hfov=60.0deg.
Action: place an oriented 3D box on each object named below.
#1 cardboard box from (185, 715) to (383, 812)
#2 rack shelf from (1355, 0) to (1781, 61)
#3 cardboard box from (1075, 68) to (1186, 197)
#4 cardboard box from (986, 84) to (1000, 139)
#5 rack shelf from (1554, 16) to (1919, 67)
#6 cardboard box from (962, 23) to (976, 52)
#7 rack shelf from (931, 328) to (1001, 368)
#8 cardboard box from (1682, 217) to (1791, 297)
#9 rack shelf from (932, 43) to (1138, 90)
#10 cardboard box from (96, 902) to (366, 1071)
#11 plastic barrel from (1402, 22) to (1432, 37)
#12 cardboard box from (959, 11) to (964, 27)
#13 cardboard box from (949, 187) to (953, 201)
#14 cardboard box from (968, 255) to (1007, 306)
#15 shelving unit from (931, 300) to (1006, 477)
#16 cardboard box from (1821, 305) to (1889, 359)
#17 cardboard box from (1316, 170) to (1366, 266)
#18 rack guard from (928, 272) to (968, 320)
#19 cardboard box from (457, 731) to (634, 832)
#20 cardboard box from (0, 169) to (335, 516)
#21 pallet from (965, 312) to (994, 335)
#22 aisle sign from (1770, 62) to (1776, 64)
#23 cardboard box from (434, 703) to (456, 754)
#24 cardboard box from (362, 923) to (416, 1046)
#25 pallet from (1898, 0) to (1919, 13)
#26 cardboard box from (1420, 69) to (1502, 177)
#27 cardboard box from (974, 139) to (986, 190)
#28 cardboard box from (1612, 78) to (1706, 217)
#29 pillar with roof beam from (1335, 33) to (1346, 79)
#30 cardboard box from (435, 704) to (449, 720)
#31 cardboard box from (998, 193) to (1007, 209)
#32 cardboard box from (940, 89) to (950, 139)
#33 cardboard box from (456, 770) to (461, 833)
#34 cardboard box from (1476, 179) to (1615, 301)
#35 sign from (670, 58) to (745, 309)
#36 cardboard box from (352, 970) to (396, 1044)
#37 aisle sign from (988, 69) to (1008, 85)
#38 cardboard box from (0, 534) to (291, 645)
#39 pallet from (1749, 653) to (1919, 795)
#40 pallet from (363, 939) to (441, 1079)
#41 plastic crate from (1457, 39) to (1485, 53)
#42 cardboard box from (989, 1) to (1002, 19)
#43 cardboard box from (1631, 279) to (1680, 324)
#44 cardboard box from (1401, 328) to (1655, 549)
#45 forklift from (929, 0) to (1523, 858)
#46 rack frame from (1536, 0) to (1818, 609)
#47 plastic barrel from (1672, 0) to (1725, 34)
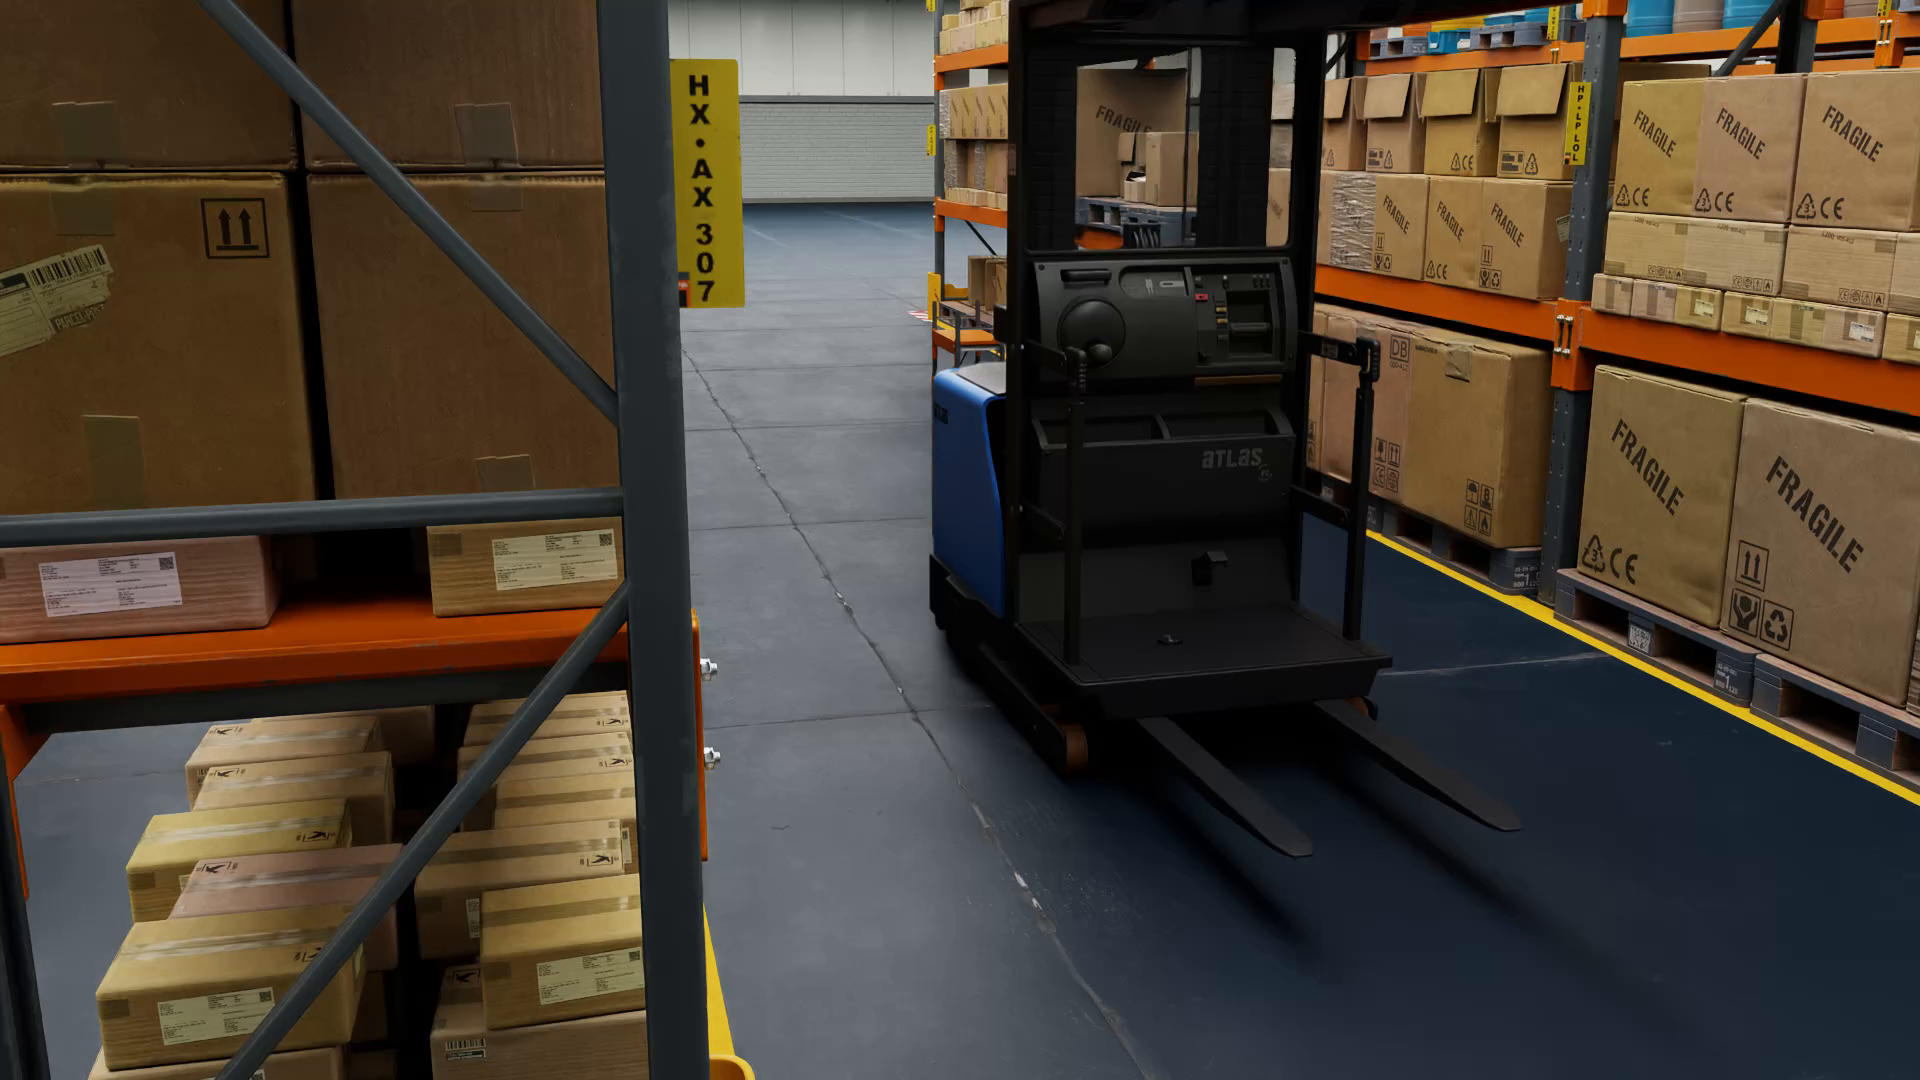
[{"bbox_3d":[-1.544,0.525,3.826,0.380,0.149,0.250,-3,14,-11],"label":"cardboard box"},{"bbox_3d":[2.566,-2.768,8.632,1.077,0.370,4.000,-3,14,-13],"label":"rack shelf"},{"bbox_3d":[1.208,-3.349,13.665,1.000,1.000,1.000,-3,14,-13],"label":"cardboard box"},{"bbox_3d":[0.549,-4.042,15.708,0.500,0.500,0.500,-3,14,-13],"label":"cardboard box"},{"bbox_3d":[6.441,-3.967,13.539,1.077,0.370,4.000,-3,14,-13],"label":"rack shelf"},{"bbox_3d":[0.319,-4.993,16.539,0.500,0.250,0.500,-3,14,-13],"label":"cardboard box"},{"bbox_3d":[0.039,-0.926,8.035,0.258,0.148,0.480,-3,14,-13],"label":"rack shelf"},{"bbox_3d":[3.004,-1.033,6.022,0.500,0.250,0.500,-3,14,-13],"label":"cardboard box"},{"bbox_3d":[0.687,-4.613,16.186,1.077,0.370,4.000,-3,14,-13],"label":"rack shelf"},{"bbox_3d":[-1.240,0.761,2.861,0.380,0.149,0.250,-3,14,-13],"label":"cardboard box"},{"bbox_3d":[5.270,-6.008,18.588,0.600,0.830,0.708,-3,14,-13],"label":"plastic barrel"},{"bbox_3d":[0.198,-5.285,16.896,0.380,0.149,0.250,-3,14,-11],"label":"cardboard box"},{"bbox_3d":[0.093,-3.707,17.811,0.380,0.149,0.250,-3,14,-13],"label":"cardboard box"},{"bbox_3d":[0.348,-2.812,17.998,0.500,0.500,0.500,-1,14,-3],"label":"cardboard box"},{"bbox_3d":[0.039,-0.545,8.128,0.258,1.200,0.503,-3,14,-13],"label":"shelving unit"},{"bbox_3d":[3.087,-0.691,5.465,0.380,0.149,0.250,-3,14,-13],"label":"cardboard box"},{"bbox_3d":[2.193,-1.806,9.289,0.500,0.500,0.500,-4,14,-14],"label":"cardboard box"},{"bbox_3d":[0.235,-2.735,18.570,1.175,0.500,0.348,-3,14,-13],"label":"rack guard"},{"bbox_3d":[-0.918,0.554,3.706,0.380,0.149,0.250,-4,14,-16],"label":"cardboard box"},{"bbox_3d":[-1.225,-0.305,2.519,0.500,0.500,0.500,-3,14,-12],"label":"cardboard box"},{"bbox_3d":[0.675,-2.125,16.679,1.003,0.211,1.213,-3,14,-13],"label":"pallet"},{"bbox_3d":[10.118,-5.813,20.422,0.394,0.787,0.004,-3,14,-13],"label":"aisle sign"},{"bbox_3d":[-1.659,0.569,4.901,0.380,0.149,0.250,-4,14,-16],"label":"cardboard box"},{"bbox_3d":[-1.333,0.929,3.427,0.380,0.149,0.250,-3,14,-13],"label":"cardboard box"},{"bbox_3d":[6.995,-3.581,10.843,1.003,0.211,1.213,-3,14,-13],"label":"pallet"},{"bbox_3d":[2.728,-2.041,8.135,0.797,0.503,0.637,-3,14,-13],"label":"cardboard box"},{"bbox_3d":[0.630,-3.805,16.845,0.875,0.500,0.500,-3,14,-13],"label":"cardboard box"},{"bbox_3d":[2.900,-1.510,6.397,0.500,0.500,0.500,-3,14,-13],"label":"cardboard box"},{"bbox_3d":[5.846,-12.893,42.240,9.100,9.000,0.400,-3,14,-13],"label":"pillar with roof beam"},{"bbox_3d":[-1.694,0.427,4.855,0.380,0.149,0.250,-3,14,-11],"label":"cardboard box"},{"bbox_3d":[0.575,-3.247,15.925,0.380,0.149,0.250,-3,14,-13],"label":"cardboard box"},{"bbox_3d":[0.082,-4.504,17.598,0.500,0.500,0.500,-3,14,-13],"label":"cardboard box"},{"bbox_3d":[-1.006,0.639,3.985,0.380,0.149,0.250,-4,14,-16],"label":"cardboard box"},{"bbox_3d":[2.661,-1.340,7.381,0.500,0.500,0.500,-3,14,-13],"label":"cardboard box"},{"bbox_3d":[-0.342,-0.474,2.222,0.100,0.325,0.005,-3,14,-13],"label":"sign"},{"bbox_3d":[-1.280,0.844,3.146,0.380,0.149,0.250,-4,14,-14],"label":"cardboard box"},{"bbox_3d":[0.495,-5.261,18.163,0.394,0.787,0.004,-3,14,-13],"label":"aisle sign"},{"bbox_3d":[-1.221,0.040,2.474,0.380,0.149,0.250,-3,14,-13],"label":"cardboard box"},{"bbox_3d":[3.428,0.618,5.455,1.003,0.211,1.213,-3,14,-13],"label":"pallet"},{"bbox_3d":[-1.044,1.125,3.379,1.003,0.211,1.213,-3,14,-13],"label":"pallet"},{"bbox_3d":[5.201,-4.997,16.797,0.243,0.136,0.396,-3,14,-13],"label":"plastic crate"},{"bbox_3d":[0.485,-4.985,15.667,0.380,0.149,0.250,-3,14,-11],"label":"cardboard box"},{"bbox_3d":[2.844,-0.929,6.440,0.380,0.149,0.250,-4,14,-15],"label":"cardboard box"},{"bbox_3d":[2.866,-0.517,7.816,1.225,0.875,0.875,-3,14,-13],"label":"cardboard box"},{"bbox_3d":[0.760,-0.774,5.418,1.130,2.935,3.031,-4,14,-15],"label":"forklift"},{"bbox_3d":[3.036,-1.199,7.014,1.000,3.000,0.127,-3,14,-13],"label":"rack frame"},{"bbox_3d":[6.455,-4.765,14.234,0.600,0.901,0.600,0,14,0],"label":"plastic barrel"}]
